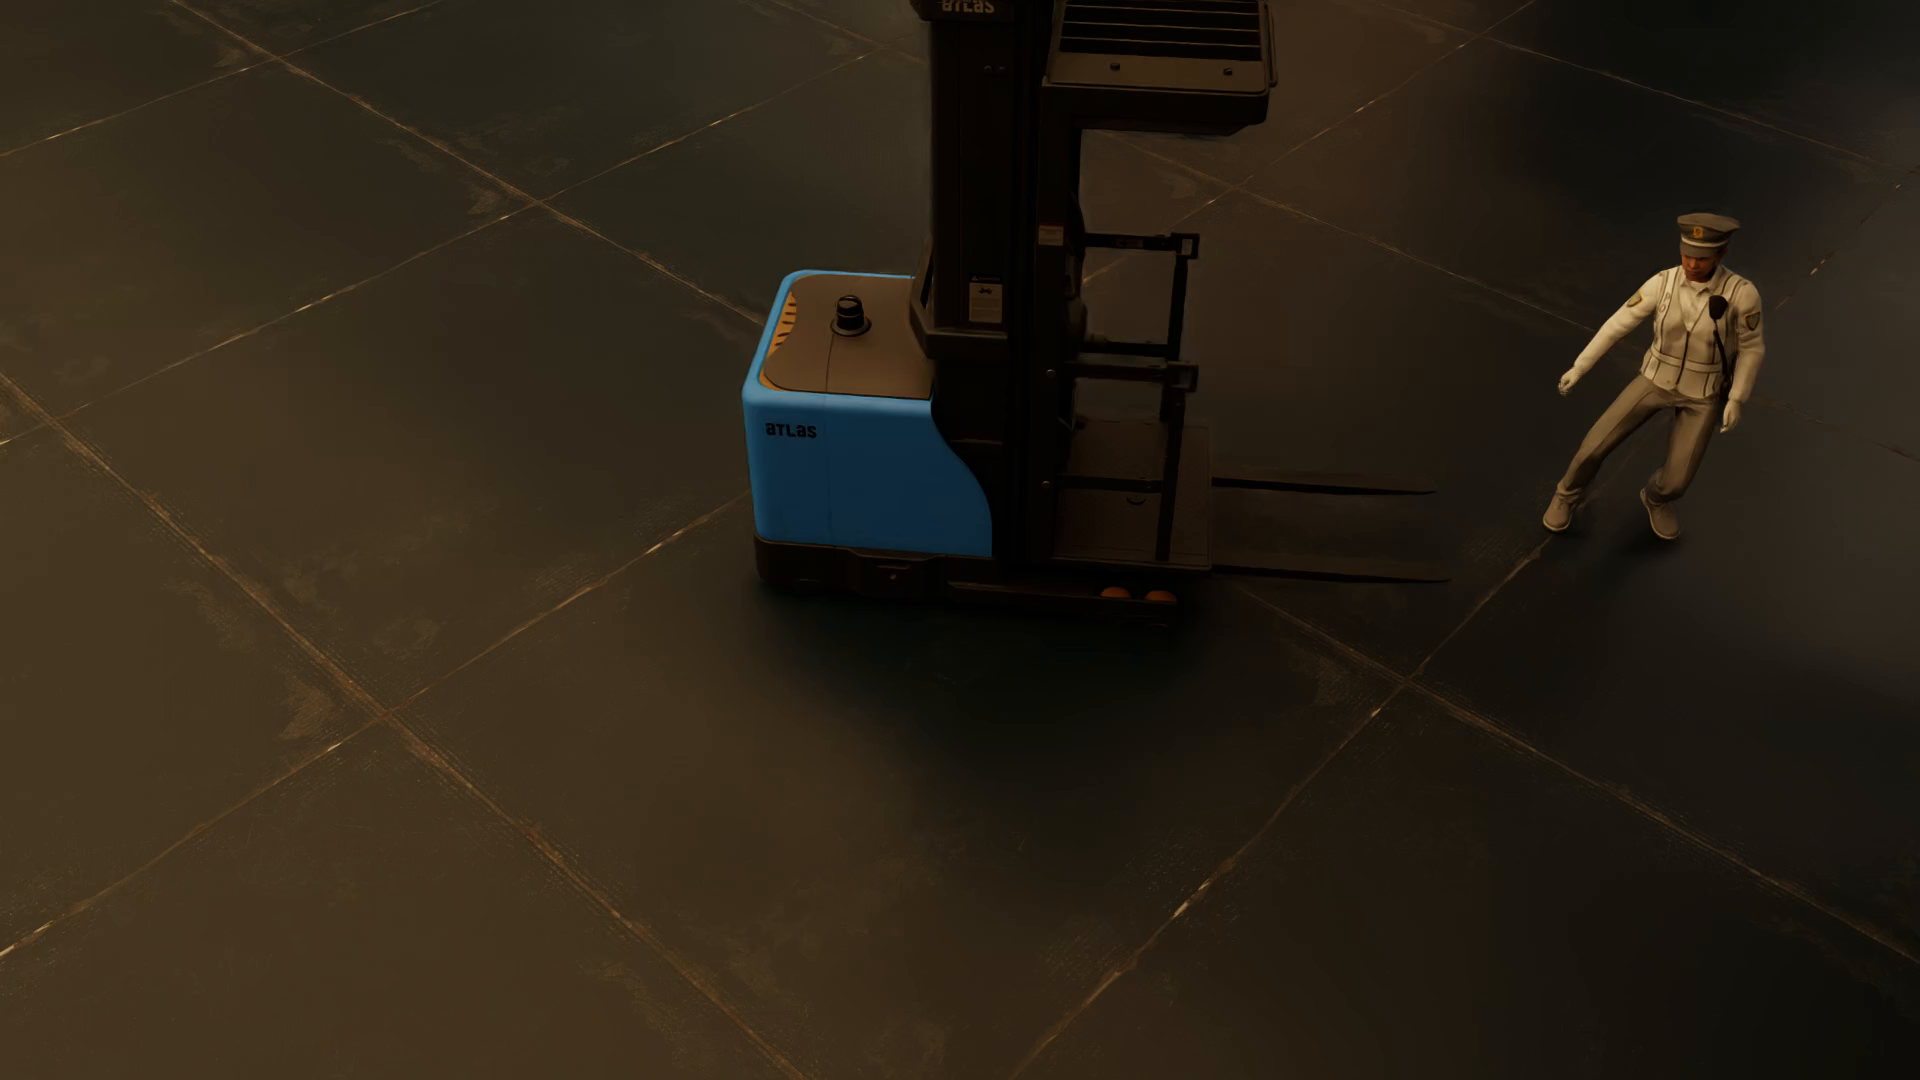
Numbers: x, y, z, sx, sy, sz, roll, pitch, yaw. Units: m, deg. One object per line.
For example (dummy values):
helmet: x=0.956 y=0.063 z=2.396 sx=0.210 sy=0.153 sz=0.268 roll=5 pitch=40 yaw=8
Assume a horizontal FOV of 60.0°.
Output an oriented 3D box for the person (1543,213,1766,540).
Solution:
person: x=3.037 y=-0.674 z=7.254 sx=0.758 sy=1.570 sz=0.473 roll=25 pitch=47 yaw=27

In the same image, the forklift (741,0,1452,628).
forklift: x=0.645 y=-1.099 z=6.709 sx=3.031 sy=2.935 sz=1.130 roll=4 pitch=41 yaw=5
